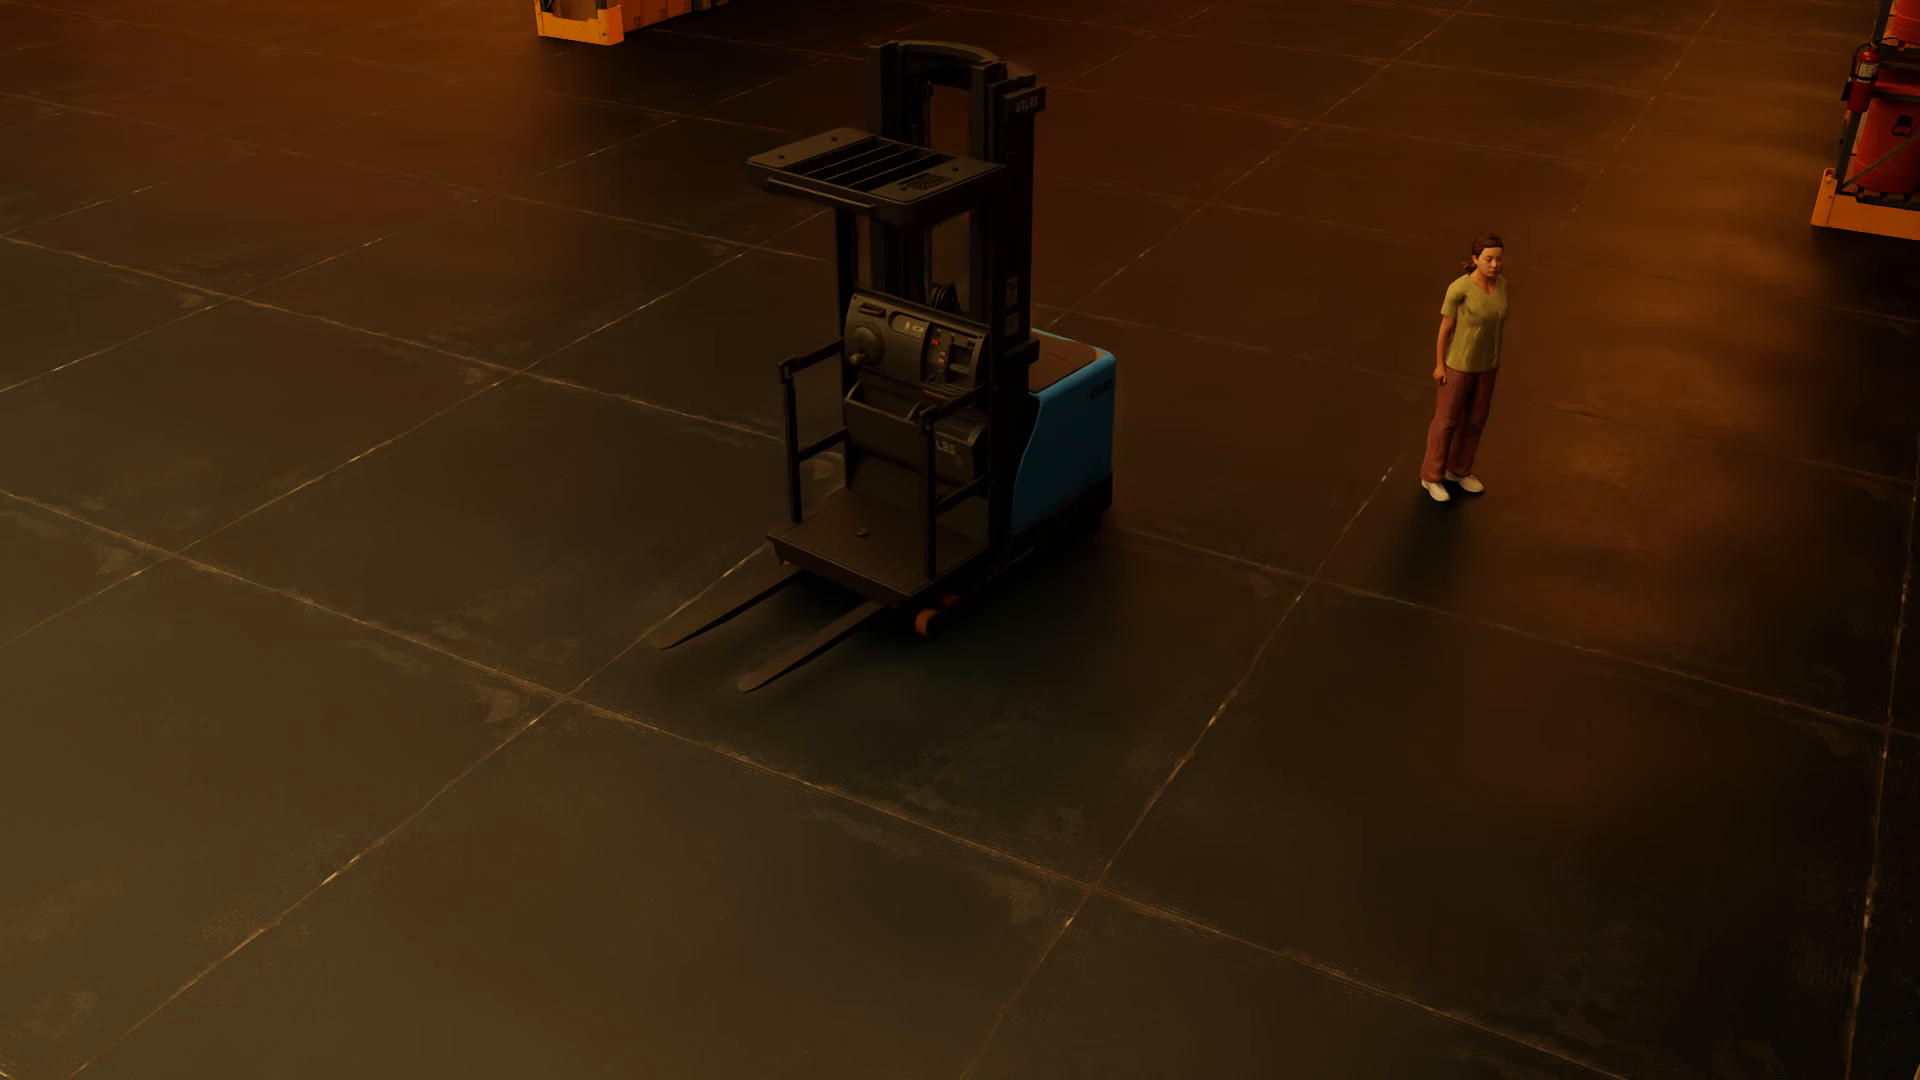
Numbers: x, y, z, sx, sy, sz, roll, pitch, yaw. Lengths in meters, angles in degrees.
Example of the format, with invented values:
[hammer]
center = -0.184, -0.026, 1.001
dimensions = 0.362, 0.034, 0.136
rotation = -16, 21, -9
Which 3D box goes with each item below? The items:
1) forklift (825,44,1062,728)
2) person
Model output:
[forklift]
center = -0.055, -0.948, 8.714
dimensions = 1.130, 2.935, 3.031
rotation = 3, 30, 5
[person]
center = 3.124, -1.062, 10.171
dimensions = 0.430, 1.671, 0.356
rotation = -11, 32, -19
